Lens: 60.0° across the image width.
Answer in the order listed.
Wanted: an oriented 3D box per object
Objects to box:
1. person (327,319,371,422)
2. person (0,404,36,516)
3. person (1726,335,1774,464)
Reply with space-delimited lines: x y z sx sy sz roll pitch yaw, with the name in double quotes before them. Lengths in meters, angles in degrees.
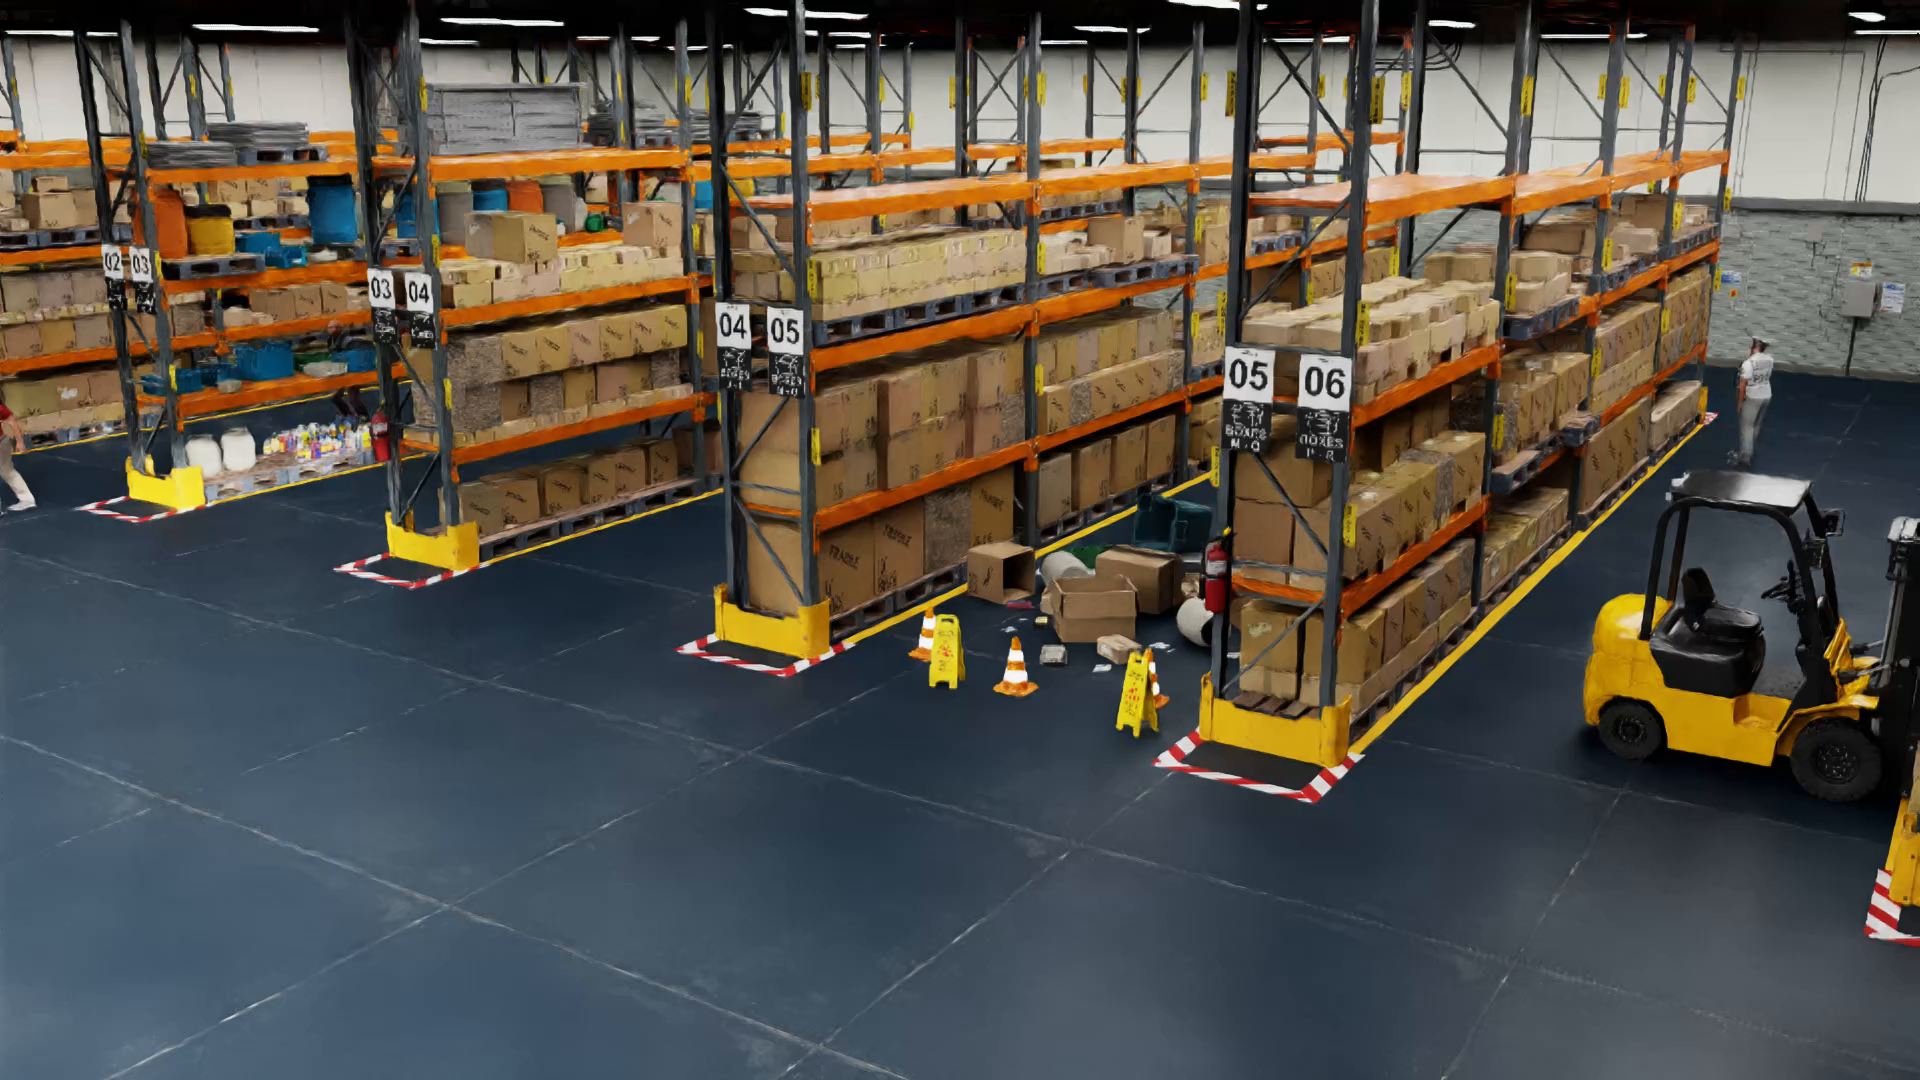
"person" -9.304 -2.528 25.215 0.677 1.674 0.534 9 18 29
"person" -11.710 -1.116 20.126 0.686 1.658 0.867 12 19 36
"person" 10.858 -1.942 22.893 0.588 1.758 0.501 -8 17 -26
